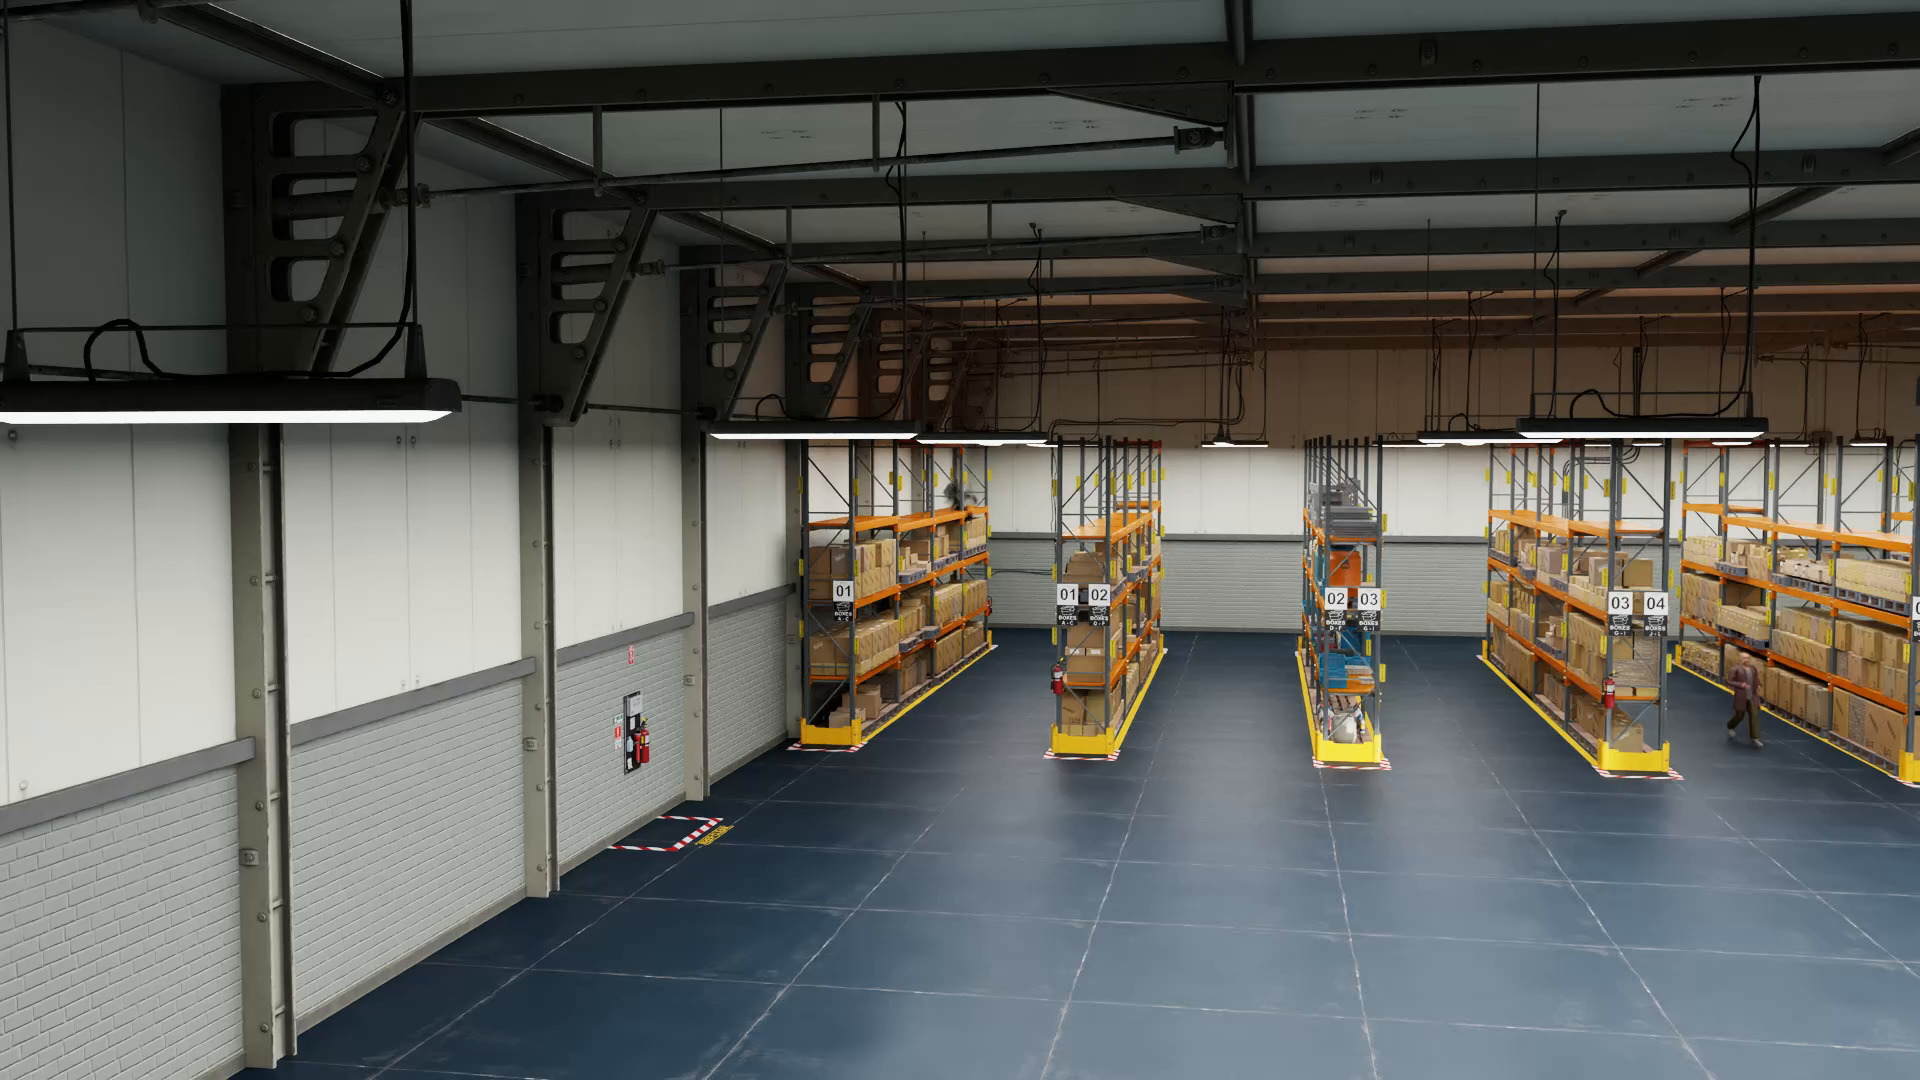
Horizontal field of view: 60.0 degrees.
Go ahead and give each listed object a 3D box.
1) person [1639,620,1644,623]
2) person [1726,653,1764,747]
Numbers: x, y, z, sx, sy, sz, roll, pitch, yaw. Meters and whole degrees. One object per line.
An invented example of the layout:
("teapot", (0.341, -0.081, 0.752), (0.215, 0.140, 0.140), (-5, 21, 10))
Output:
("person", (18.953, 2.422, 45.786), (0.540, 1.650, 0.791), (0, 3, -8))
("person", (15.294, 3.074, 32.362), (0.724, 1.764, 1.109), (0, 3, -2))
